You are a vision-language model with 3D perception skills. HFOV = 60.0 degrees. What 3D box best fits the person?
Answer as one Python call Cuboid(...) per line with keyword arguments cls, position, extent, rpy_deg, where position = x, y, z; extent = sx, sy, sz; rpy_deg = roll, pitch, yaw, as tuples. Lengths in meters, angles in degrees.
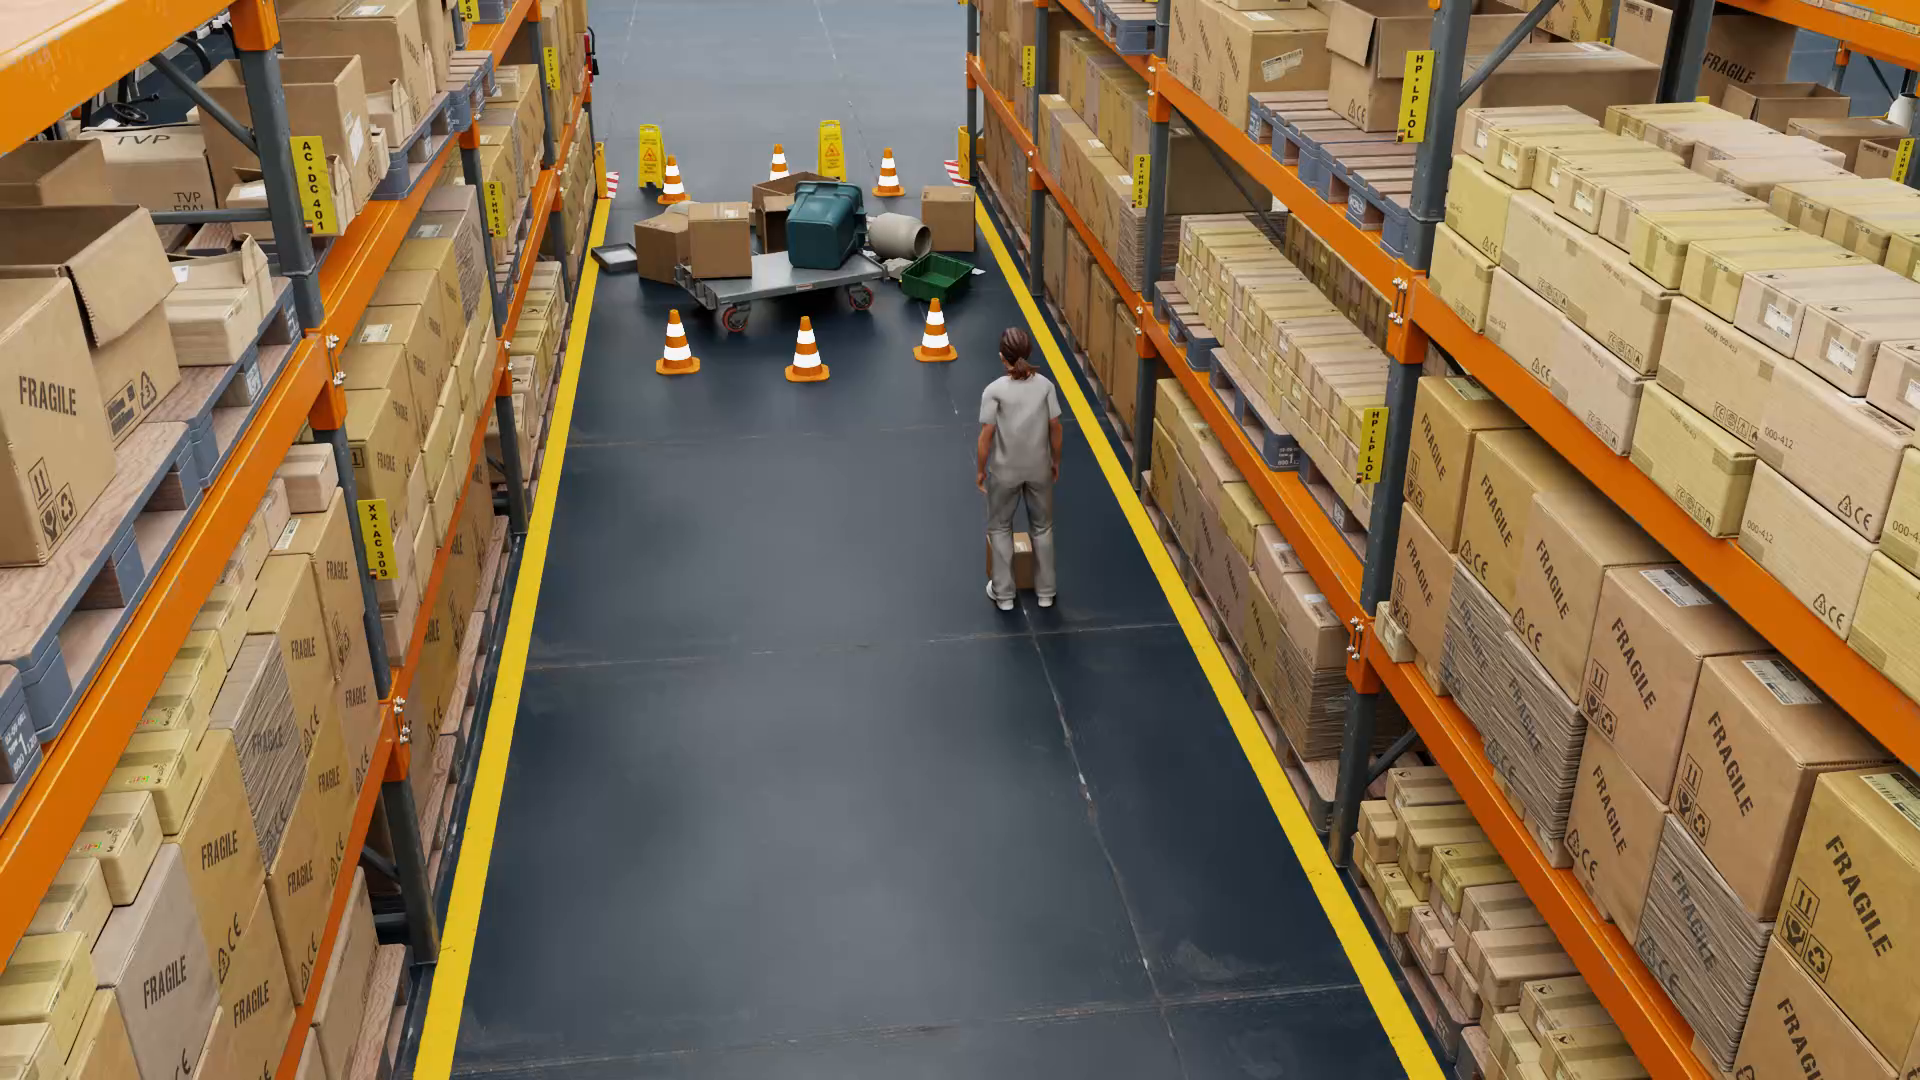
Cuboid(cls="person", position=(0.341, -0.391, 9.380), extent=(0.512, 1.671, 0.364), rpy_deg=(-5, 28, -10))
